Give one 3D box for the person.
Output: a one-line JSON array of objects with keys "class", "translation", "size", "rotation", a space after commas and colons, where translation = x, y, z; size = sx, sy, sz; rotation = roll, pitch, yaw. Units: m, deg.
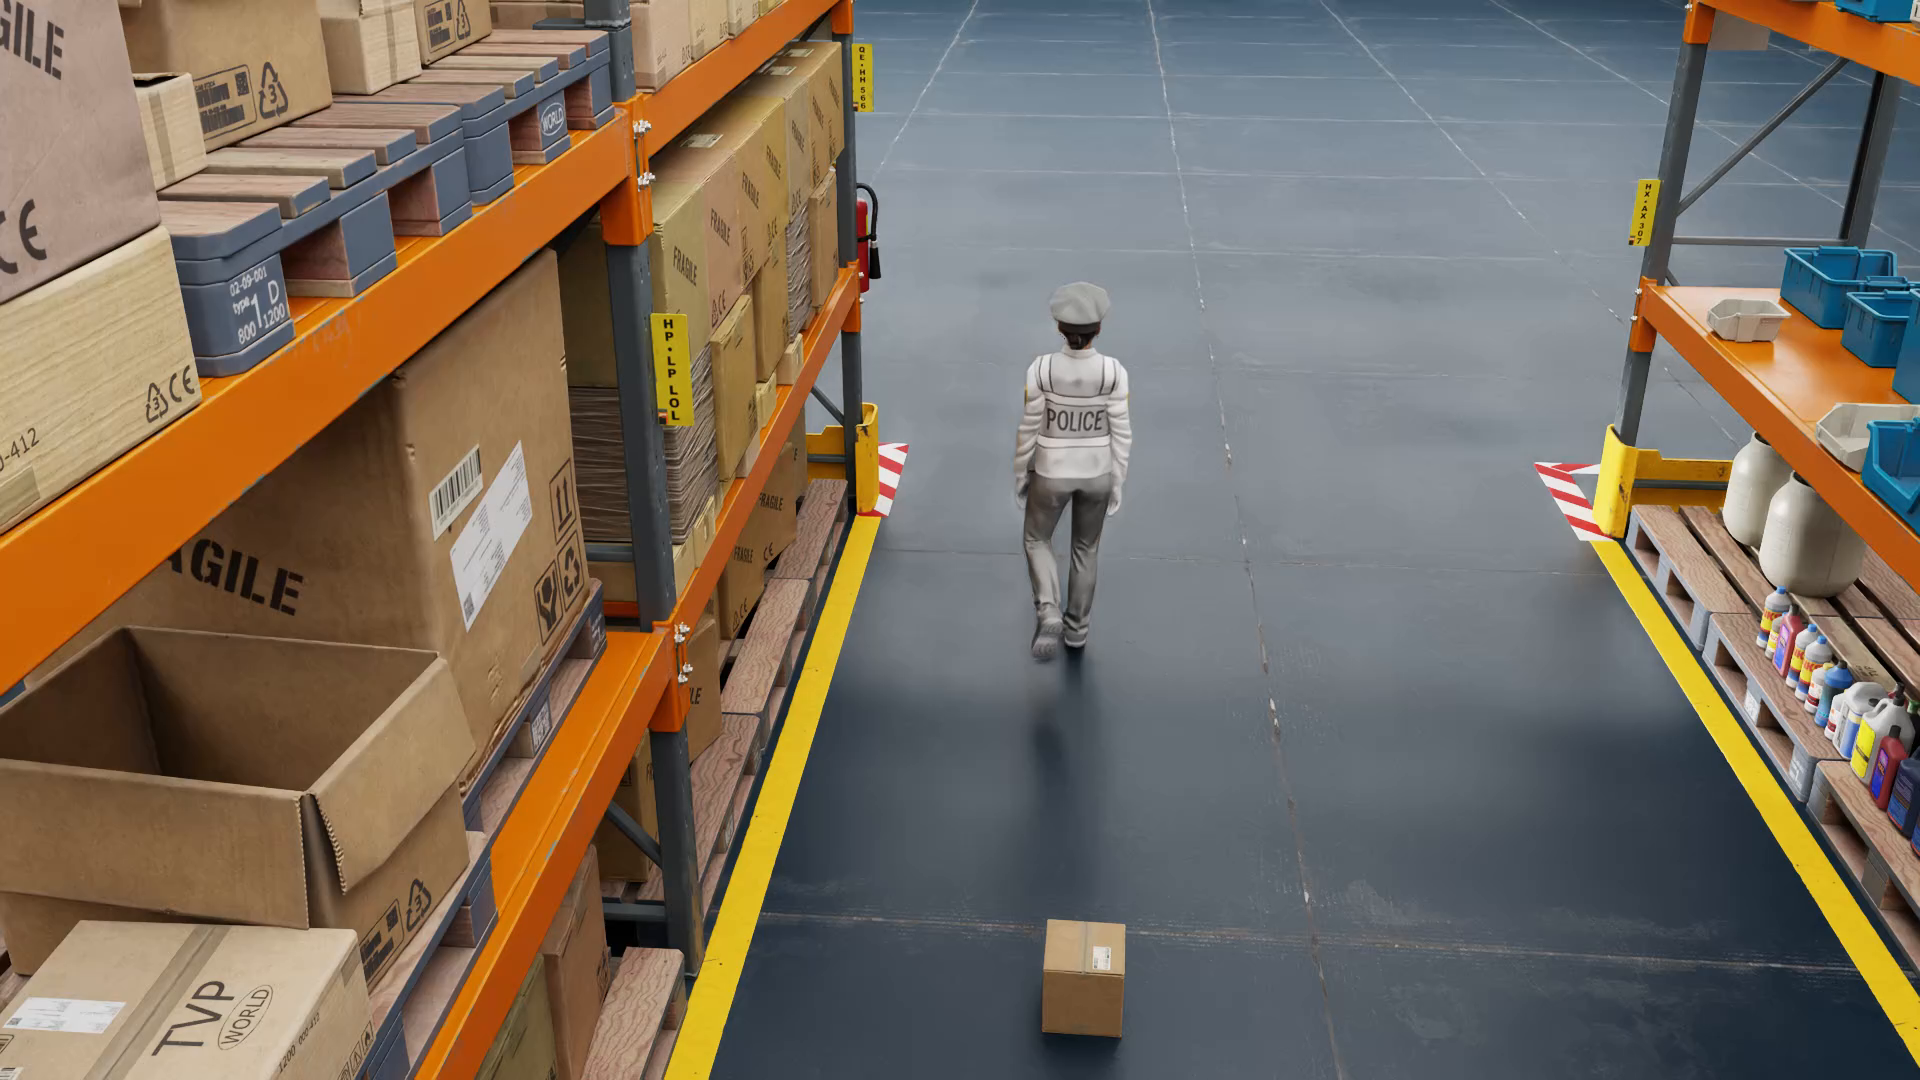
[{"class": "person", "translation": [0.476, -0.270, 7.098], "size": [0.493, 1.677, 0.566], "rotation": [0, 25, -1]}]
